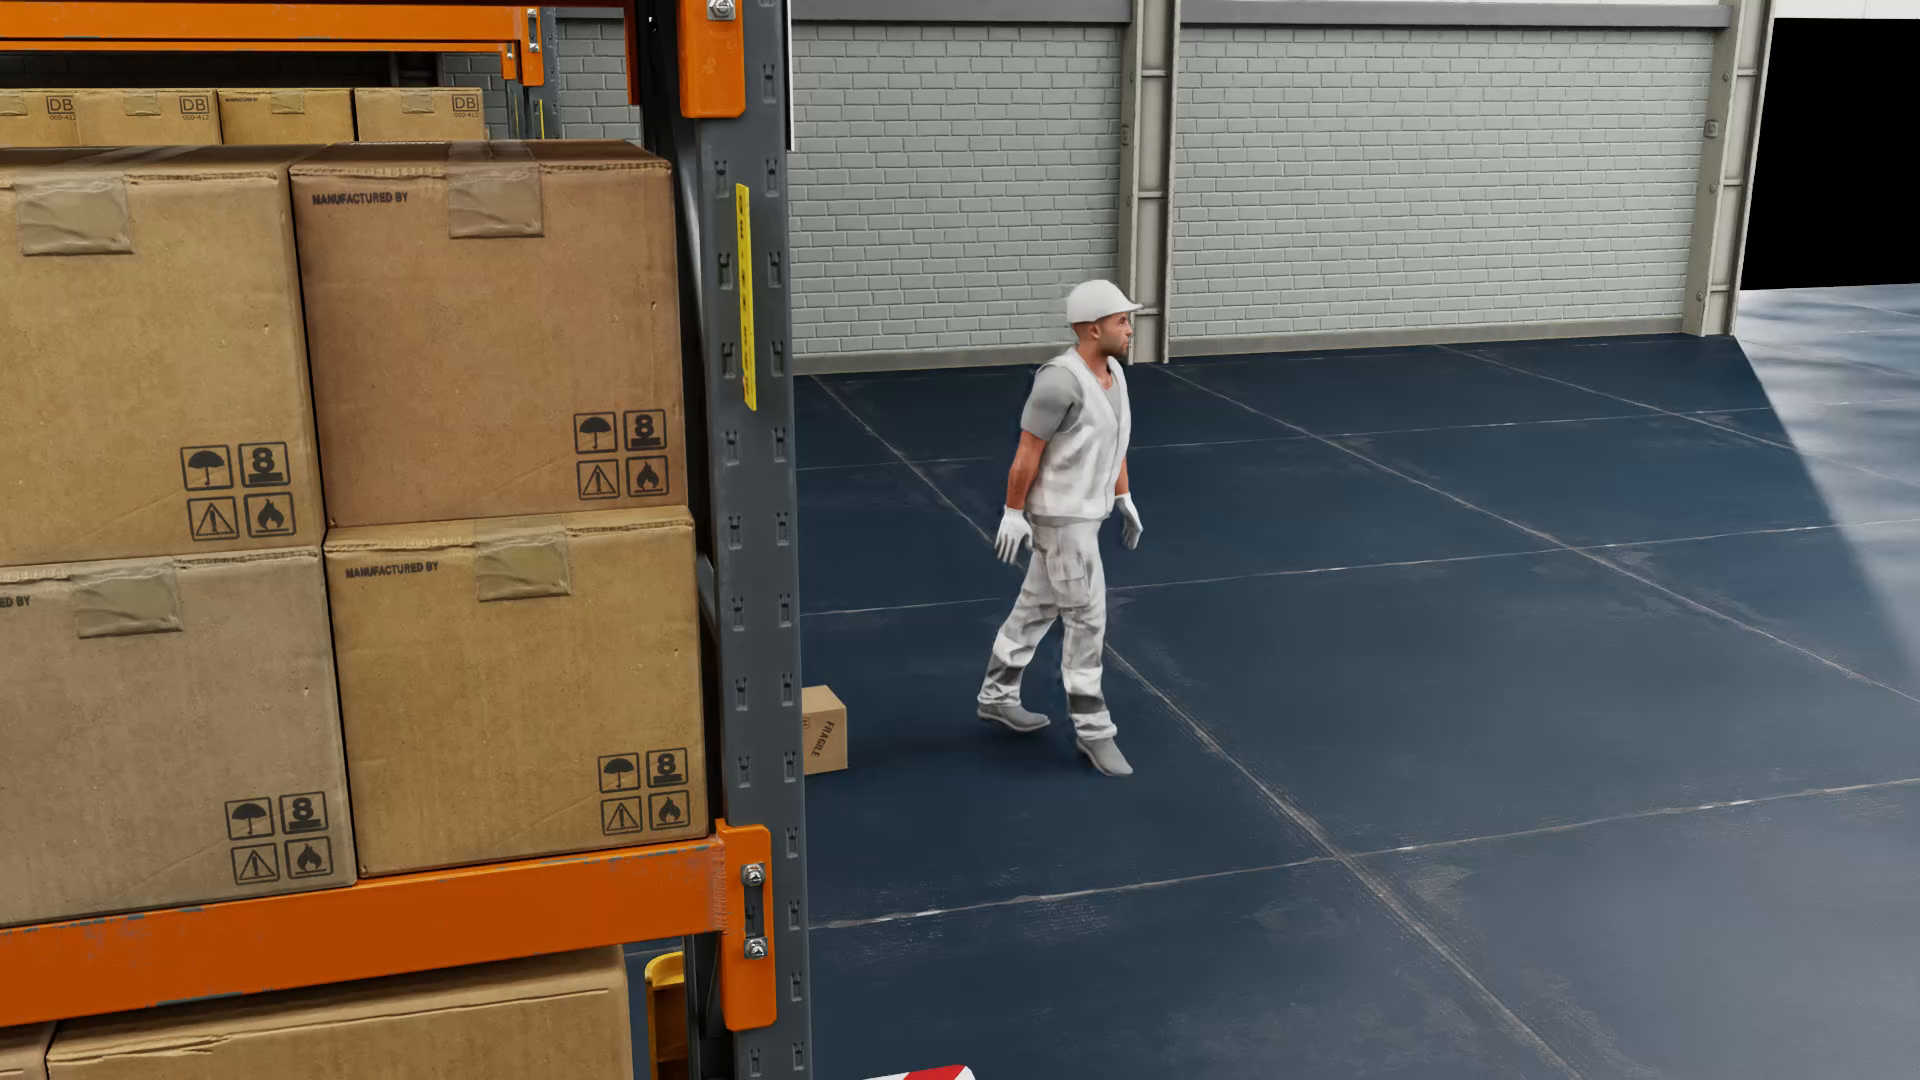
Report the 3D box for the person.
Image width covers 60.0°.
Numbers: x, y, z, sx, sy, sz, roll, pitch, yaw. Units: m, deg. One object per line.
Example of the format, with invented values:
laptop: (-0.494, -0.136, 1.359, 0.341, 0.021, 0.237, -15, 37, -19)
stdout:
person: (0.406, -0.070, 6.257, 0.701, 1.821, 0.571, 6, 17, 22)
